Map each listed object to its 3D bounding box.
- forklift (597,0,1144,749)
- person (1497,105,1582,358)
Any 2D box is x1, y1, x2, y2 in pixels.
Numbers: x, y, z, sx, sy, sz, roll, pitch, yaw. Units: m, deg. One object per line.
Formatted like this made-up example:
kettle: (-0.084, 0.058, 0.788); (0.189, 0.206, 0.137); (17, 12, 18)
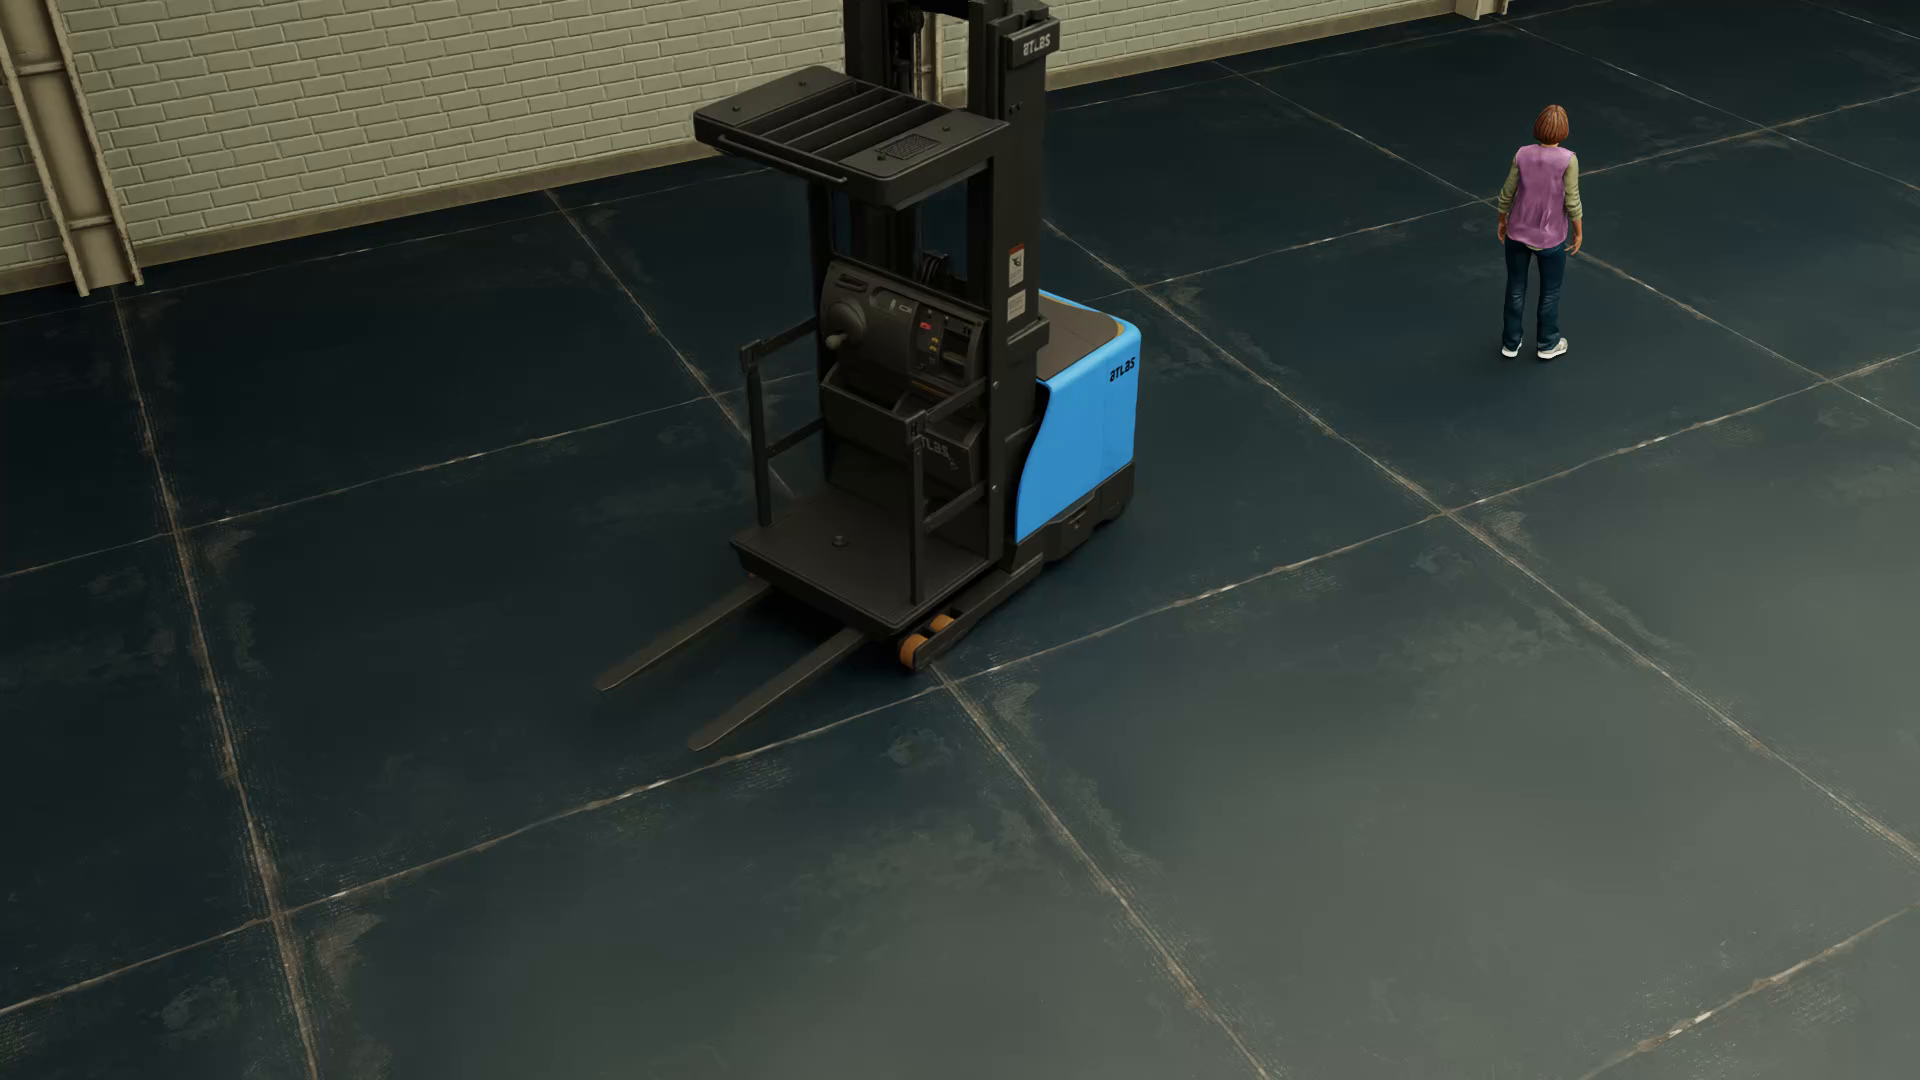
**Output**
forklift: (-0.390, -0.927, 7.434); (1.130, 2.935, 3.031); (26, 43, 31)
person: (3.445, -1.825, 9.847); (0.520, 1.597, 0.475); (22, 41, 28)
